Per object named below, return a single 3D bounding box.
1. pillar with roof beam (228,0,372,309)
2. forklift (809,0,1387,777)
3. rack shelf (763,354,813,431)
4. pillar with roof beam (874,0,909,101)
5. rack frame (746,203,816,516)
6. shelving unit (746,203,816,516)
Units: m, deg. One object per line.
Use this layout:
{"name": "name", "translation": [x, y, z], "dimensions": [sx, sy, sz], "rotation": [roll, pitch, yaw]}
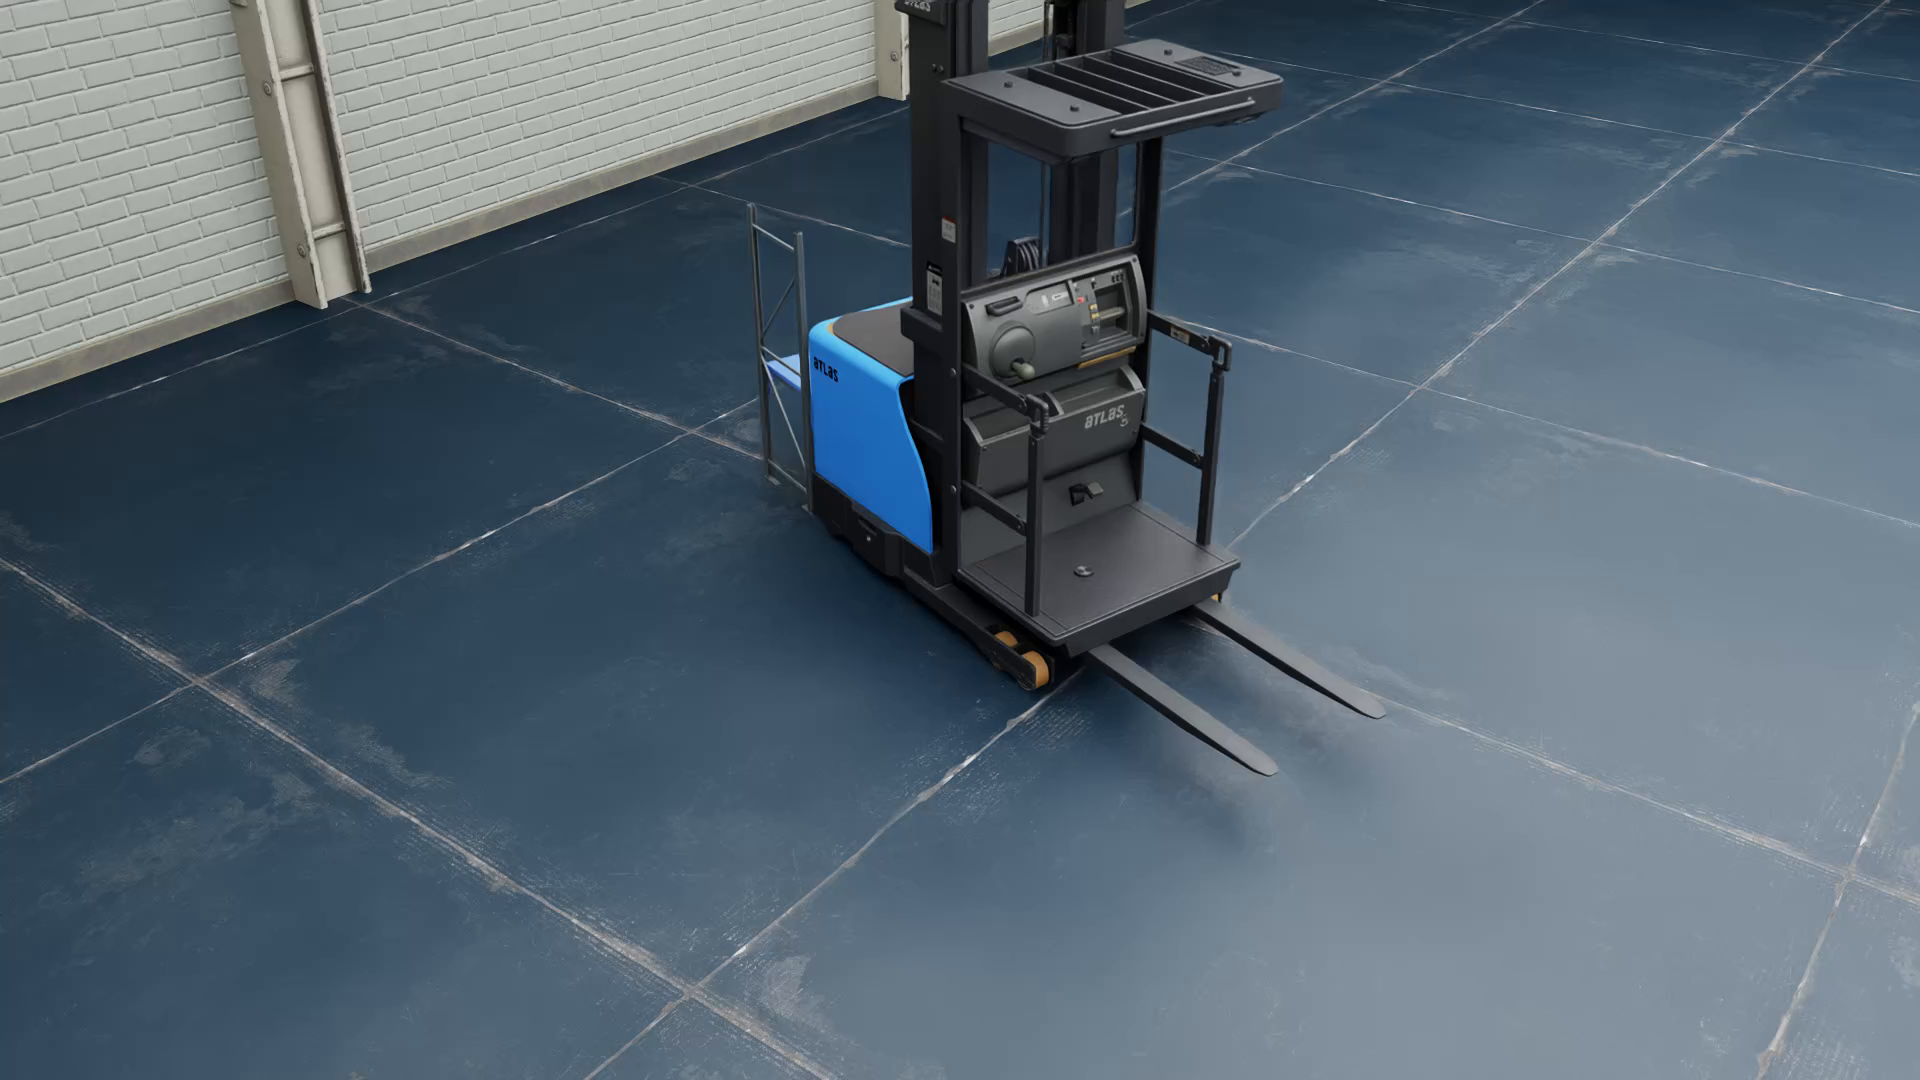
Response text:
{"name": "pillar with roof beam", "translation": [-0.711, -4.168, 6.457], "dimensions": [9.100, 9.000, 0.400], "rotation": [21, 37, 31]}
{"name": "forklift", "translation": [0.543, -0.897, 6.888], "dimensions": [1.130, 2.935, 3.031], "rotation": [-21, 36, -31]}
{"name": "rack shelf", "translation": [-0.462, -0.869, 8.598], "dimensions": [1.000, 0.185, 0.538], "rotation": [-19, 36, -29]}
{"name": "pillar with roof beam", "translation": [2.911, -6.607, 10.572], "dimensions": [9.100, 9.000, 0.400], "rotation": [21, 37, 31]}
{"name": "rack frame", "translation": [-0.881, -0.877, 8.259], "dimensions": [0.032, 1.500, 0.500], "rotation": [-19, 36, -29]}
{"name": "shelving unit", "translation": [-0.462, -1.024, 8.506], "dimensions": [1.048, 1.500, 0.538], "rotation": [-19, 36, -29]}
